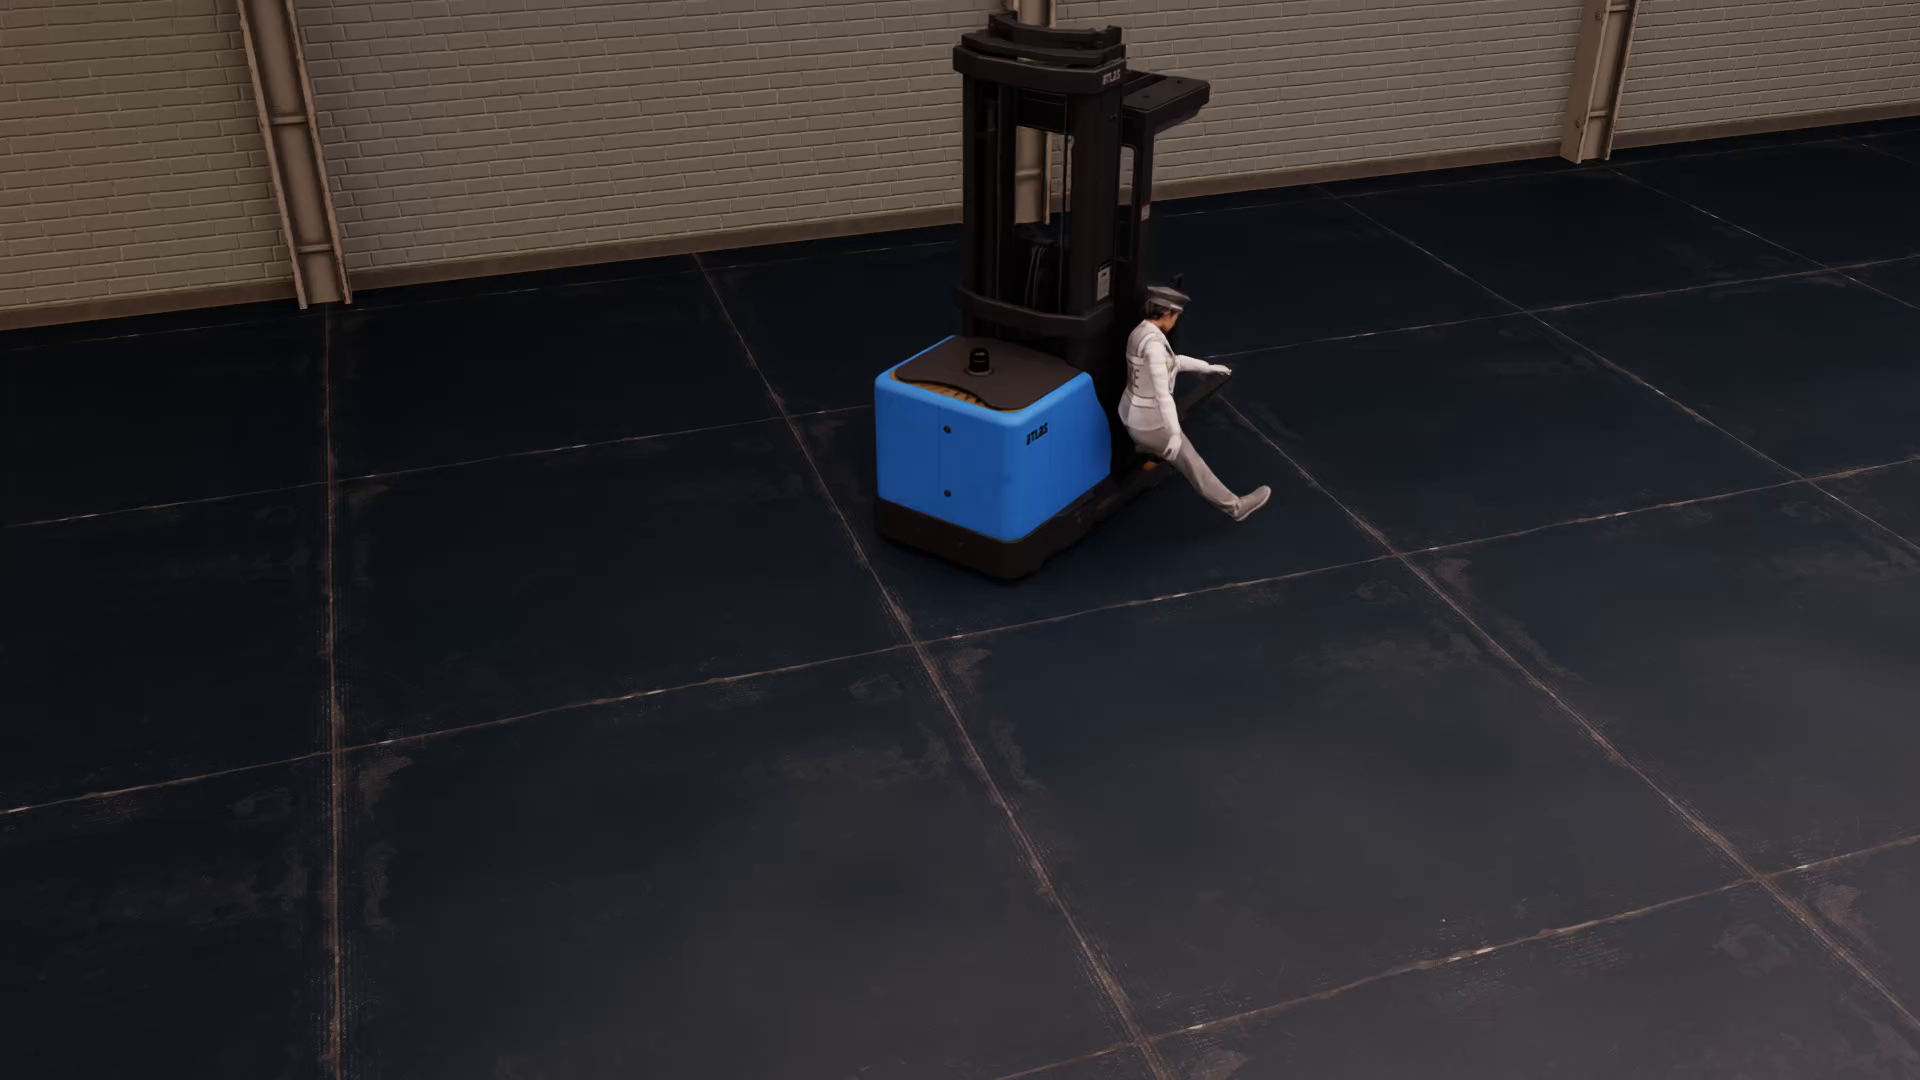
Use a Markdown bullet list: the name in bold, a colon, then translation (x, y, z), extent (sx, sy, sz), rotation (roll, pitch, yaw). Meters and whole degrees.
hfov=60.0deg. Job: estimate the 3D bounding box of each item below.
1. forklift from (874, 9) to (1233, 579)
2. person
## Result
- **forklift**: translation (0.759, -1.731, 10.096), extent (1.130, 2.935, 3.031), rotation (20, 35, 30)
- **person**: translation (1.326, -0.818, 9.876), extent (1.045, 1.439, 0.904), rotation (-4, 30, -7)
